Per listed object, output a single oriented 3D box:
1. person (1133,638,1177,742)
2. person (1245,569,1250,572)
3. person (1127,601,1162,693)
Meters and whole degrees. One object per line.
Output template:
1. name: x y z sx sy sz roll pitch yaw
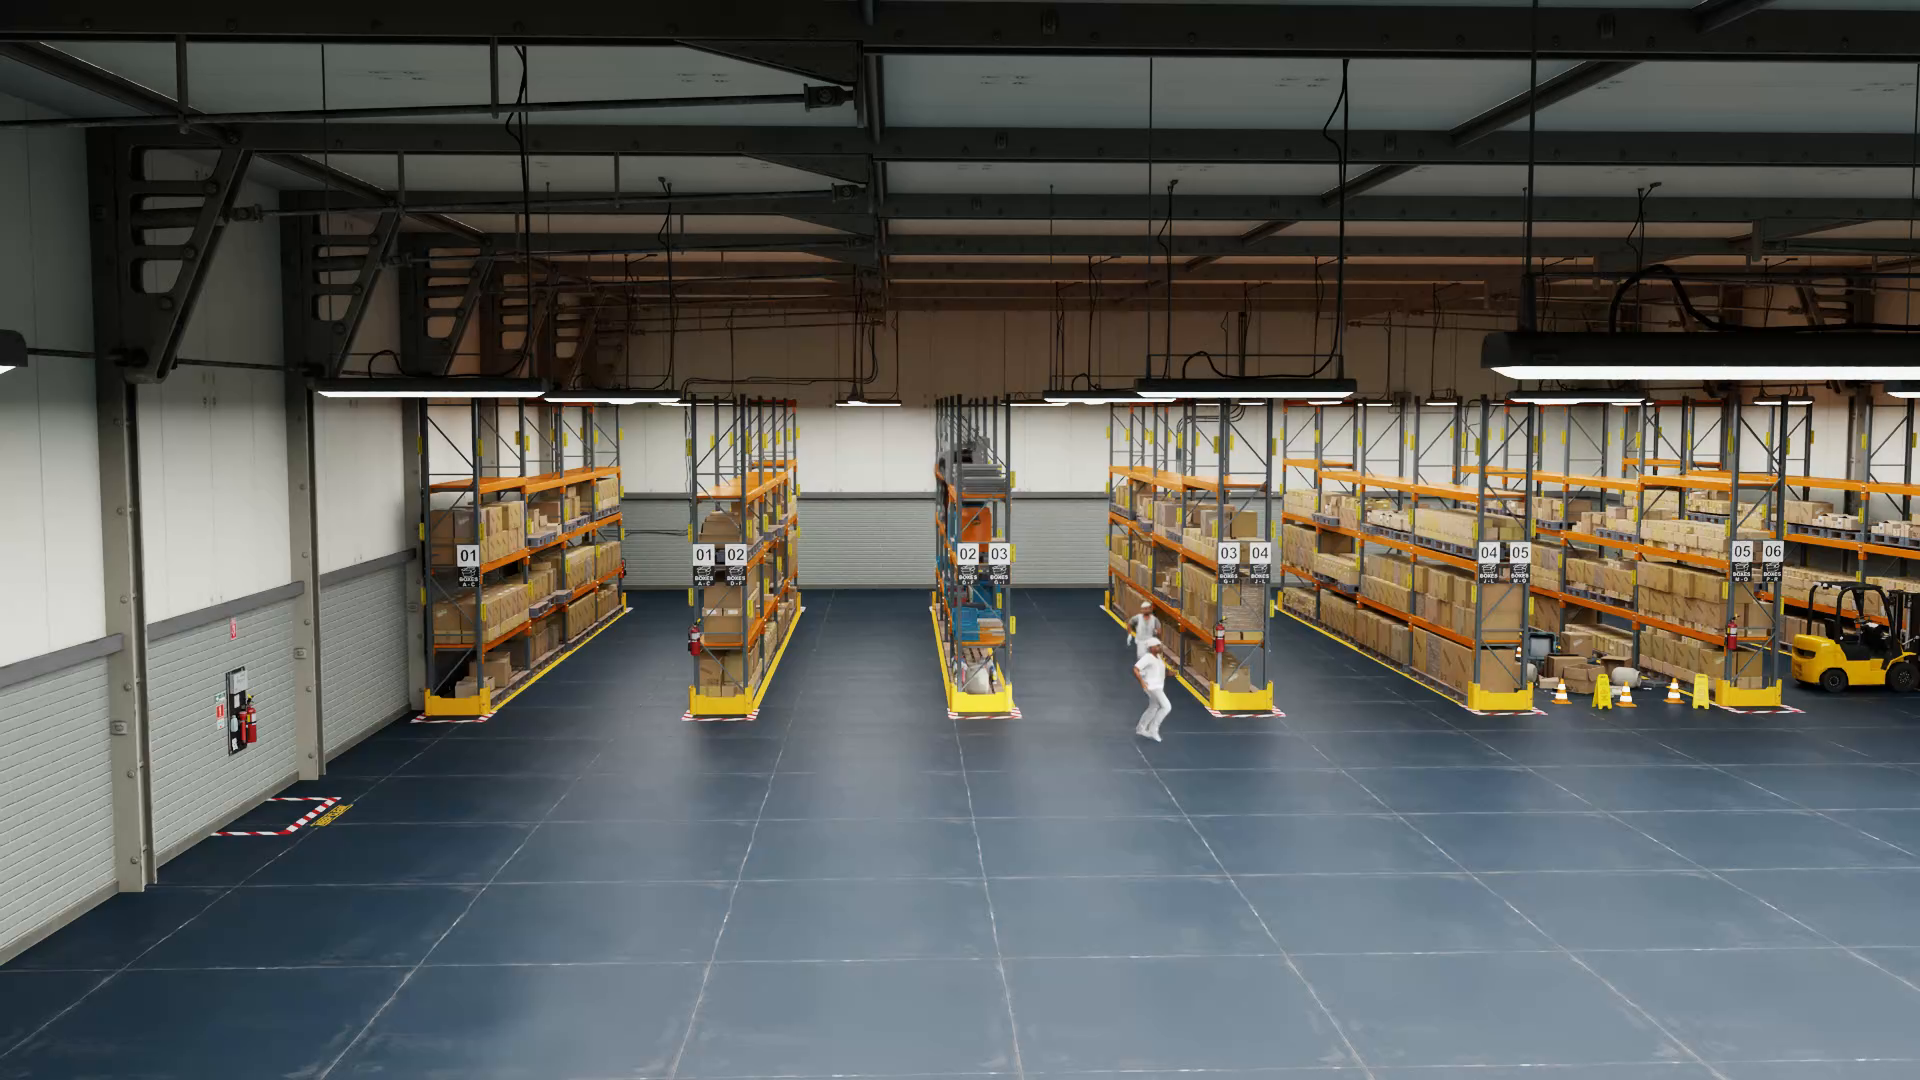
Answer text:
1. person: 3.378 2.586 28.736 0.725 1.796 0.676 2 5 21
2. person: 7.452 1.502 43.343 0.628 1.636 0.583 -1 5 -9
3. person: 3.760 2.162 33.843 0.643 1.844 0.876 -1 5 -15
